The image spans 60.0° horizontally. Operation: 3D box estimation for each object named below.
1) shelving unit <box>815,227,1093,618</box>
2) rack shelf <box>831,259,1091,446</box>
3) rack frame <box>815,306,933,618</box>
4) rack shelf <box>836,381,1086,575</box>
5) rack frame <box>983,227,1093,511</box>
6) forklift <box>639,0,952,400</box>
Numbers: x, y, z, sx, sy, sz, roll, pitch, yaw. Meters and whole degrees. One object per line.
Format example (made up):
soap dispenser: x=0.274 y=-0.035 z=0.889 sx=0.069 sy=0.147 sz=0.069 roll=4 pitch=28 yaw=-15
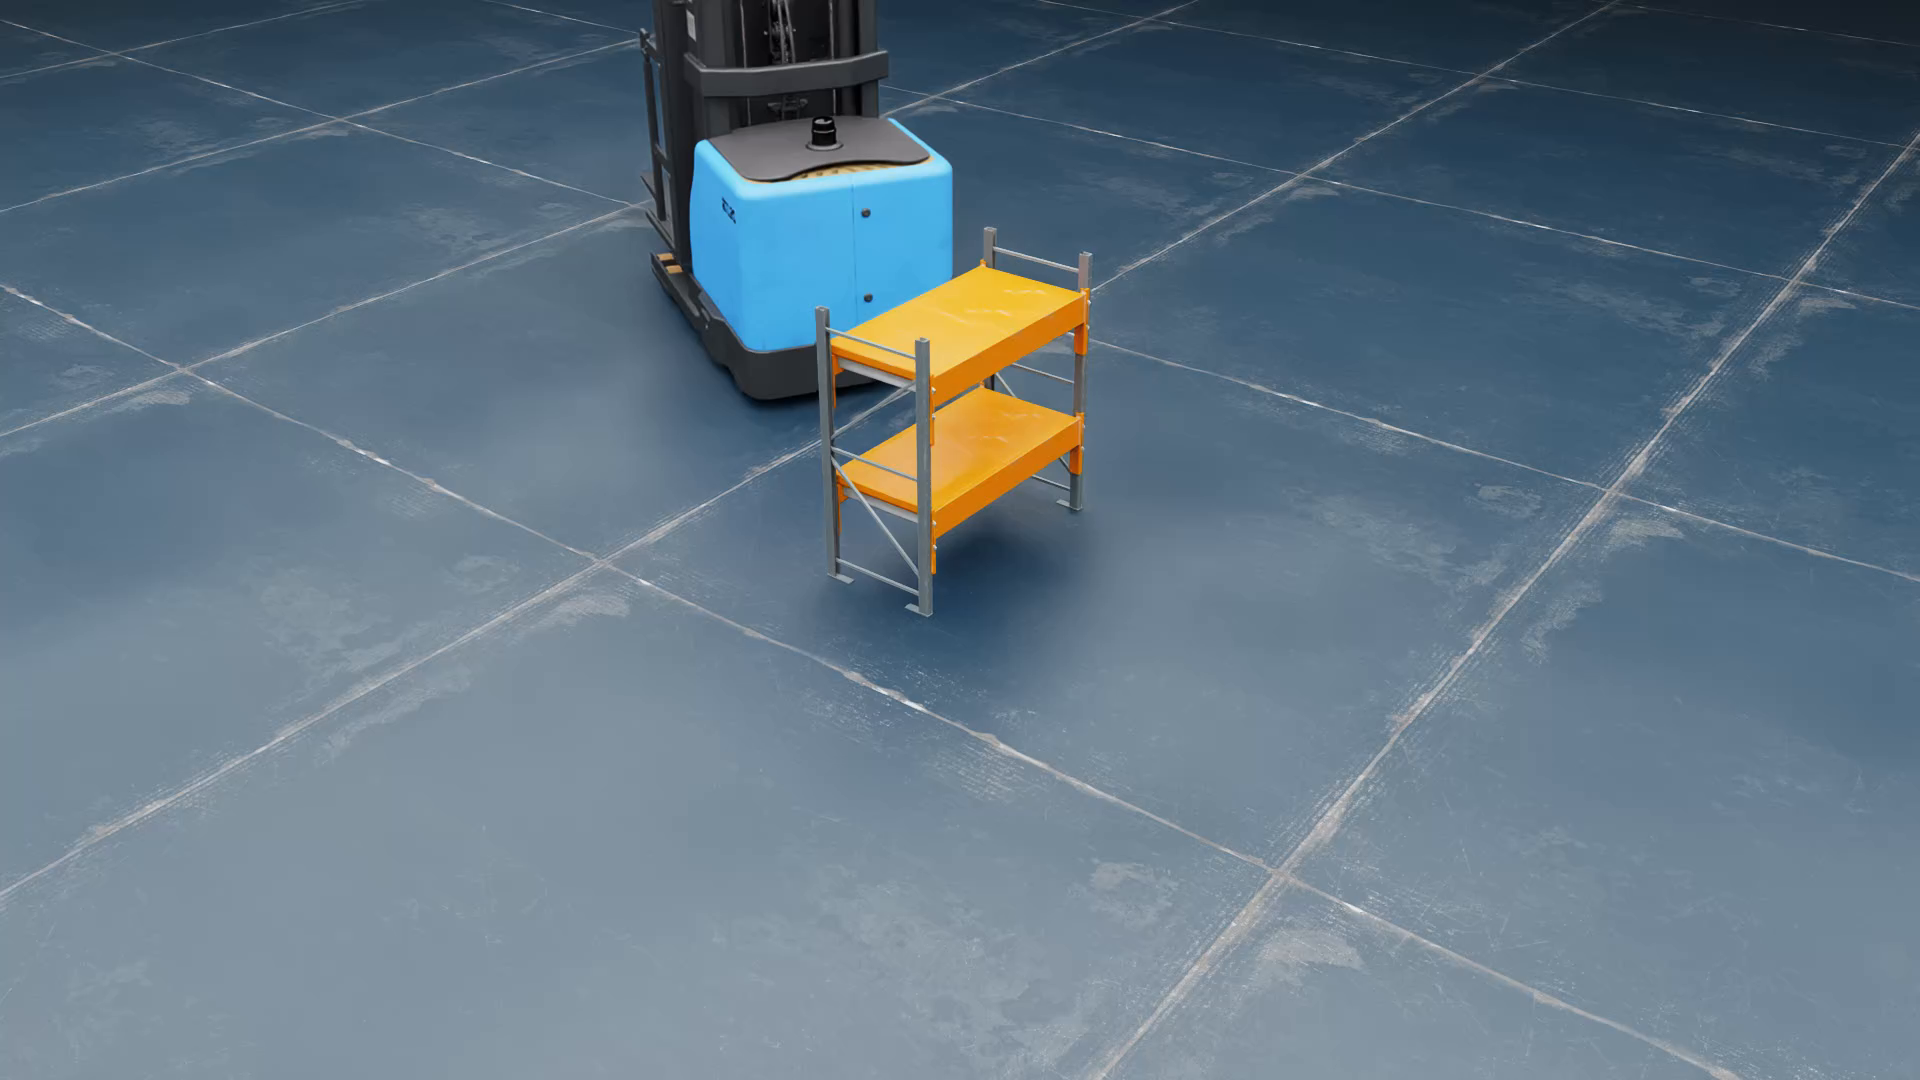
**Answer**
shelving unit: x=-0.004 y=-0.481 z=6.459 sx=0.538 sy=1.125 sz=1.048 roll=21 pitch=37 yaw=31
rack shelf: x=-0.004 y=-0.733 z=6.309 sx=0.538 sy=0.278 sz=1.000 roll=21 pitch=37 yaw=31
rack frame: x=-0.311 y=-0.275 z=6.110 sx=0.500 sy=1.125 sz=0.032 roll=21 pitch=37 yaw=31
rack shelf: x=-0.004 y=-0.271 z=6.583 sx=0.538 sy=0.278 sz=1.000 roll=21 pitch=37 yaw=31
rack frame: x=0.303 y=-0.688 z=6.807 sx=0.500 sy=1.125 sz=0.032 roll=21 pitch=37 yaw=31
forklift: x=-1.045 y=-2.648 z=8.343 sx=1.130 sy=2.935 sz=3.031 roll=-12 pitch=33 yaw=-19
